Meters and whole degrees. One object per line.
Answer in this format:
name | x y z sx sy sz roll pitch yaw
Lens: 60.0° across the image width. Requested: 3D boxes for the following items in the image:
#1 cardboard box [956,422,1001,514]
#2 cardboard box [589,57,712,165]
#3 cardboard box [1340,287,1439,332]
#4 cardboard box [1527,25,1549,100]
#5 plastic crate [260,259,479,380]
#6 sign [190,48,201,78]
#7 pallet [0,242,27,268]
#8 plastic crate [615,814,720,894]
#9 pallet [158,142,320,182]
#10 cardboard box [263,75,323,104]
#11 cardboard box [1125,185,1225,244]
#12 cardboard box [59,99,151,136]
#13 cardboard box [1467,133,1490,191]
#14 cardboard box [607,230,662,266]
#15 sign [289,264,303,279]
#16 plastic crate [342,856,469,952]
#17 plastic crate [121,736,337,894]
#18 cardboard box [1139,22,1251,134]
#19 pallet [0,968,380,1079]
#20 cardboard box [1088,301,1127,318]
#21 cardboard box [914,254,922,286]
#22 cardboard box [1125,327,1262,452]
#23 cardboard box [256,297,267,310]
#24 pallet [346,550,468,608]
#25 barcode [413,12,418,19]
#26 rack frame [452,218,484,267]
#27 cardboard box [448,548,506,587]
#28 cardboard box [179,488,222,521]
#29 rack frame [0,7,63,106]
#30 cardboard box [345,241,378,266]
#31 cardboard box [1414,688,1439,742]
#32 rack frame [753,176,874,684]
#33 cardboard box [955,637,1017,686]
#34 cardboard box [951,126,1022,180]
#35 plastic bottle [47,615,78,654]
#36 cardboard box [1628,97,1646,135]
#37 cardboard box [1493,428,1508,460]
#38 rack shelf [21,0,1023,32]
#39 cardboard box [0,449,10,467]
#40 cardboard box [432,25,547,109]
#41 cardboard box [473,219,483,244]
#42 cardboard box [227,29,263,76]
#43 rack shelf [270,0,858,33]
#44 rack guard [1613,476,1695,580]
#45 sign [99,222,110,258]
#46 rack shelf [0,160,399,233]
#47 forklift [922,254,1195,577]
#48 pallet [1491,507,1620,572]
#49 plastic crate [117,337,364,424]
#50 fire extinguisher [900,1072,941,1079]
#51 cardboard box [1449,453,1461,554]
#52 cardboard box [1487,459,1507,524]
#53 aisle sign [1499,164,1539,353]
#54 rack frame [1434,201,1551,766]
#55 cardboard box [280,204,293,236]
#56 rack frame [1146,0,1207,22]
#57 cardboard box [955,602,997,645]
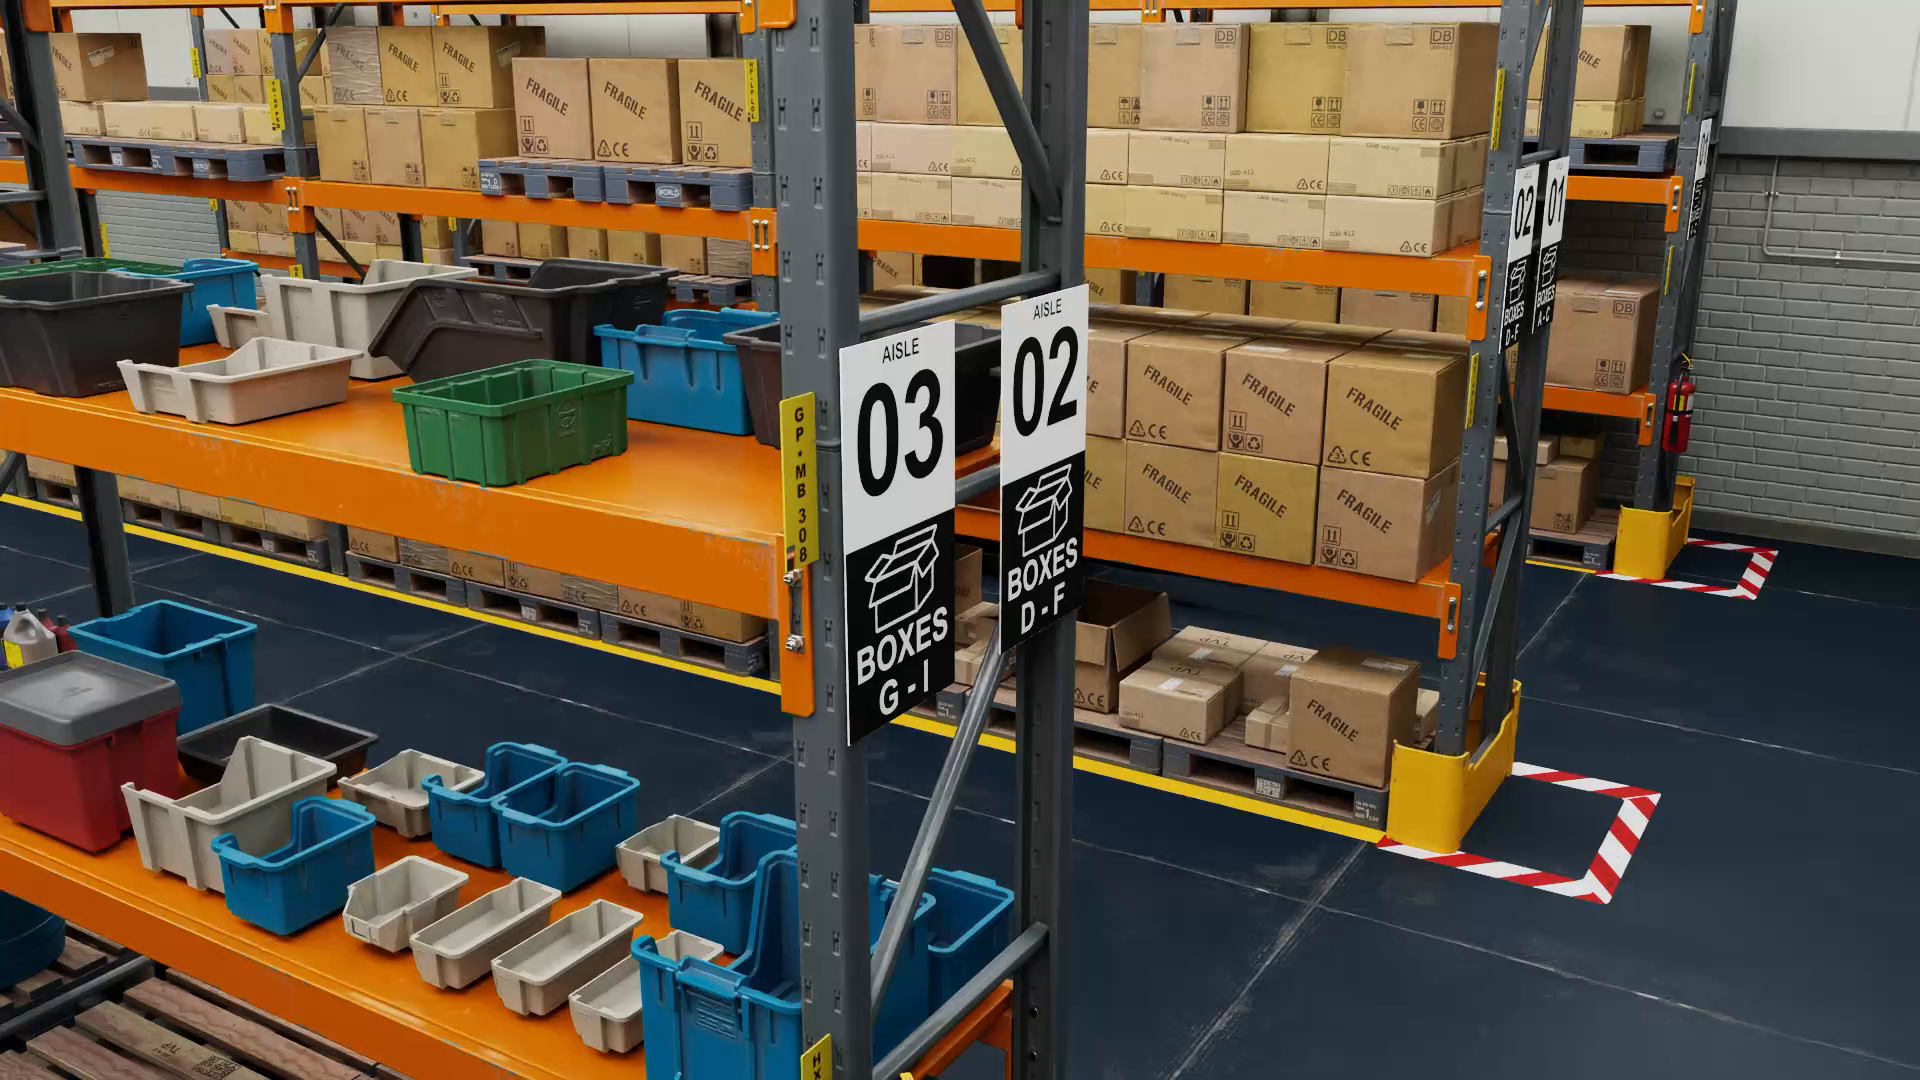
cardboard box | 0.318 -0.444 9.010 0.500 0.500 0.500 10 20 30
cardboard box | -1.809 -2.618 10.110 0.600 0.600 0.600 10 19 29
cardboard box | 3.451 -1.759 12.994 0.700 0.700 0.980 9 19 27
cardboard box | 3.974 -3.408 11.851 0.500 0.500 0.500 11 20 32
plastic crate | -1.751 -0.652 4.911 0.530 0.282 0.437 10 20 30
sign | -8.757 -5.467 19.052 0.005 0.325 0.100 10 20 30
pallet | -4.151 -0.909 5.876 1.003 0.211 1.213 10 20 30
plastic crate | -0.870 0.946 4.958 0.298 0.136 0.250 10 20 30
pallet | -4.870 -2.729 11.869 1.003 0.211 1.213 11 20 33
cardboard box | -7.435 -4.959 18.678 0.500 0.500 0.500 11 20 33
cardboard box | 1.143 -1.614 8.132 0.500 0.250 0.500 10 20 30
cardboard box | -6.664 -3.297 12.950 0.500 0.250 0.500 8 19 25
cardboard box | 2.270 -1.832 7.988 0.500 0.250 0.500 10 20 30
cardboard box | -3.135 -3.042 16.806 0.500 0.500 0.700 10 20 30
sign | -4.533 -1.719 11.389 0.005 0.325 0.100 10 20 30
plastic crate | -1.565 1.034 4.668 0.250 0.136 0.298 10 20 30
plastic crate | -2.227 0.837 5.065 0.530 0.282 0.437 10 20 30
cardboard box | 1.262 -2.269 8.136 0.500 0.500 0.700 10 20 30
pallet | -2.785 1.968 6.040 1.213 0.211 1.003 10 20 30
cardboard box | 0.597 -1.054 9.299 0.500 0.500 0.500 10 20 30
cardboard box | -0.064 -2.358 14.766 0.500 0.500 0.500 11 20 32
cardboard box | 1.173 -0.767 8.352 0.500 0.500 0.500 11 20 32
cardboard box | -5.684 -1.602 12.823 0.500 0.500 0.500 9 19 27
pallet | -3.629 0.154 12.012 1.213 0.211 1.003 10 20 30
barcode | -6.024 -5.801 18.389 0.075 0.075 0.001 10 20 30
rack frame | -5.064 -3.139 18.055 0.127 3.000 1.000 10 20 30
cardboard box | -3.133 -0.022 11.337 0.500 0.500 0.500 10 19 29
cardboard box | -5.689 -0.363 12.924 0.500 0.250 0.500 11 20 31
rack frame | -7.654 -4.782 13.142 0.127 3.000 1.000 10 20 30
cardboard box | -6.484 -3.225 18.559 0.500 0.250 0.500 10 20 30
cardboard box | 2.395 0.918 8.845 0.250 0.149 0.380 10 20 30
rack frame | -0.837 -0.695 10.008 0.127 3.000 1.000 10 20 30
cardboard box | 0.150 0.697 9.544 0.250 0.166 0.380 10 20 30
cardboard box | 0.295 -2.008 8.566 0.500 0.250 0.500 10 20 30
plastic bottle | -3.521 0.426 6.520 0.133 0.283 0.061 10 20 30
cardboard box | 4.667 -3.098 12.122 0.500 0.250 0.500 11 20 33
cardboard box | 4.089 -0.724 12.566 0.250 0.149 0.380 11 20 32
rack shelf | -1.728 -1.499 4.260 4.000 0.370 1.077 10 20 30
cardboard box | -8.163 -0.813 14.407 0.500 0.250 0.500 10 20 30
cardboard box | -3.008 -3.042 10.681 0.500 0.500 0.500 10 20 30
cardboard box | -5.356 -3.559 18.370 0.500 0.500 0.500 10 19 29
cardboard box | -7.871 -5.511 18.776 0.500 0.500 0.500 10 19 29
rack shelf | -2.541 -3.334 10.300 4.000 0.370 1.077 10 20 30
rack guard | 5.182 -0.114 12.397 0.348 0.500 1.175 10 20 30
sign | -7.378 -2.564 14.305 0.005 0.325 0.100 10 20 30
rack shelf | -5.949 -2.699 12.681 4.000 0.370 1.077 10 20 30
forklift | 0.540 -1.275 12.037 3.031 2.935 1.130 11 20 33
pallet | 4.439 -0.082 12.788 1.213 0.211 1.003 10 20 30
plastic crate | -1.914 -0.422 4.403 0.530 0.136 0.437 10 20 30
fire extinguisher | -0.133 1.491 3.588 0.183 0.674 0.296 10 20 30
cardboard box | 2.332 -0.267 8.428 0.500 0.500 0.500 11 20 31
cardboard box | 4.086 -0.477 12.868 0.500 0.500 0.700 10 20 30
aisle sign | 2.470 -1.244 7.343 0.004 0.787 0.394 10 20 30
rack frame | 2.572 -0.086 8.005 0.127 3.000 1.000 10 20 30
cardboard box | -7.370 -3.739 18.964 0.500 0.500 0.500 9 19 28
rack frame | 1.753 -4.793 13.177 0.127 3.000 1.000 10 20 30
cardboard box | 0.148 0.517 10.166 0.250 0.149 0.380 10 20 30
